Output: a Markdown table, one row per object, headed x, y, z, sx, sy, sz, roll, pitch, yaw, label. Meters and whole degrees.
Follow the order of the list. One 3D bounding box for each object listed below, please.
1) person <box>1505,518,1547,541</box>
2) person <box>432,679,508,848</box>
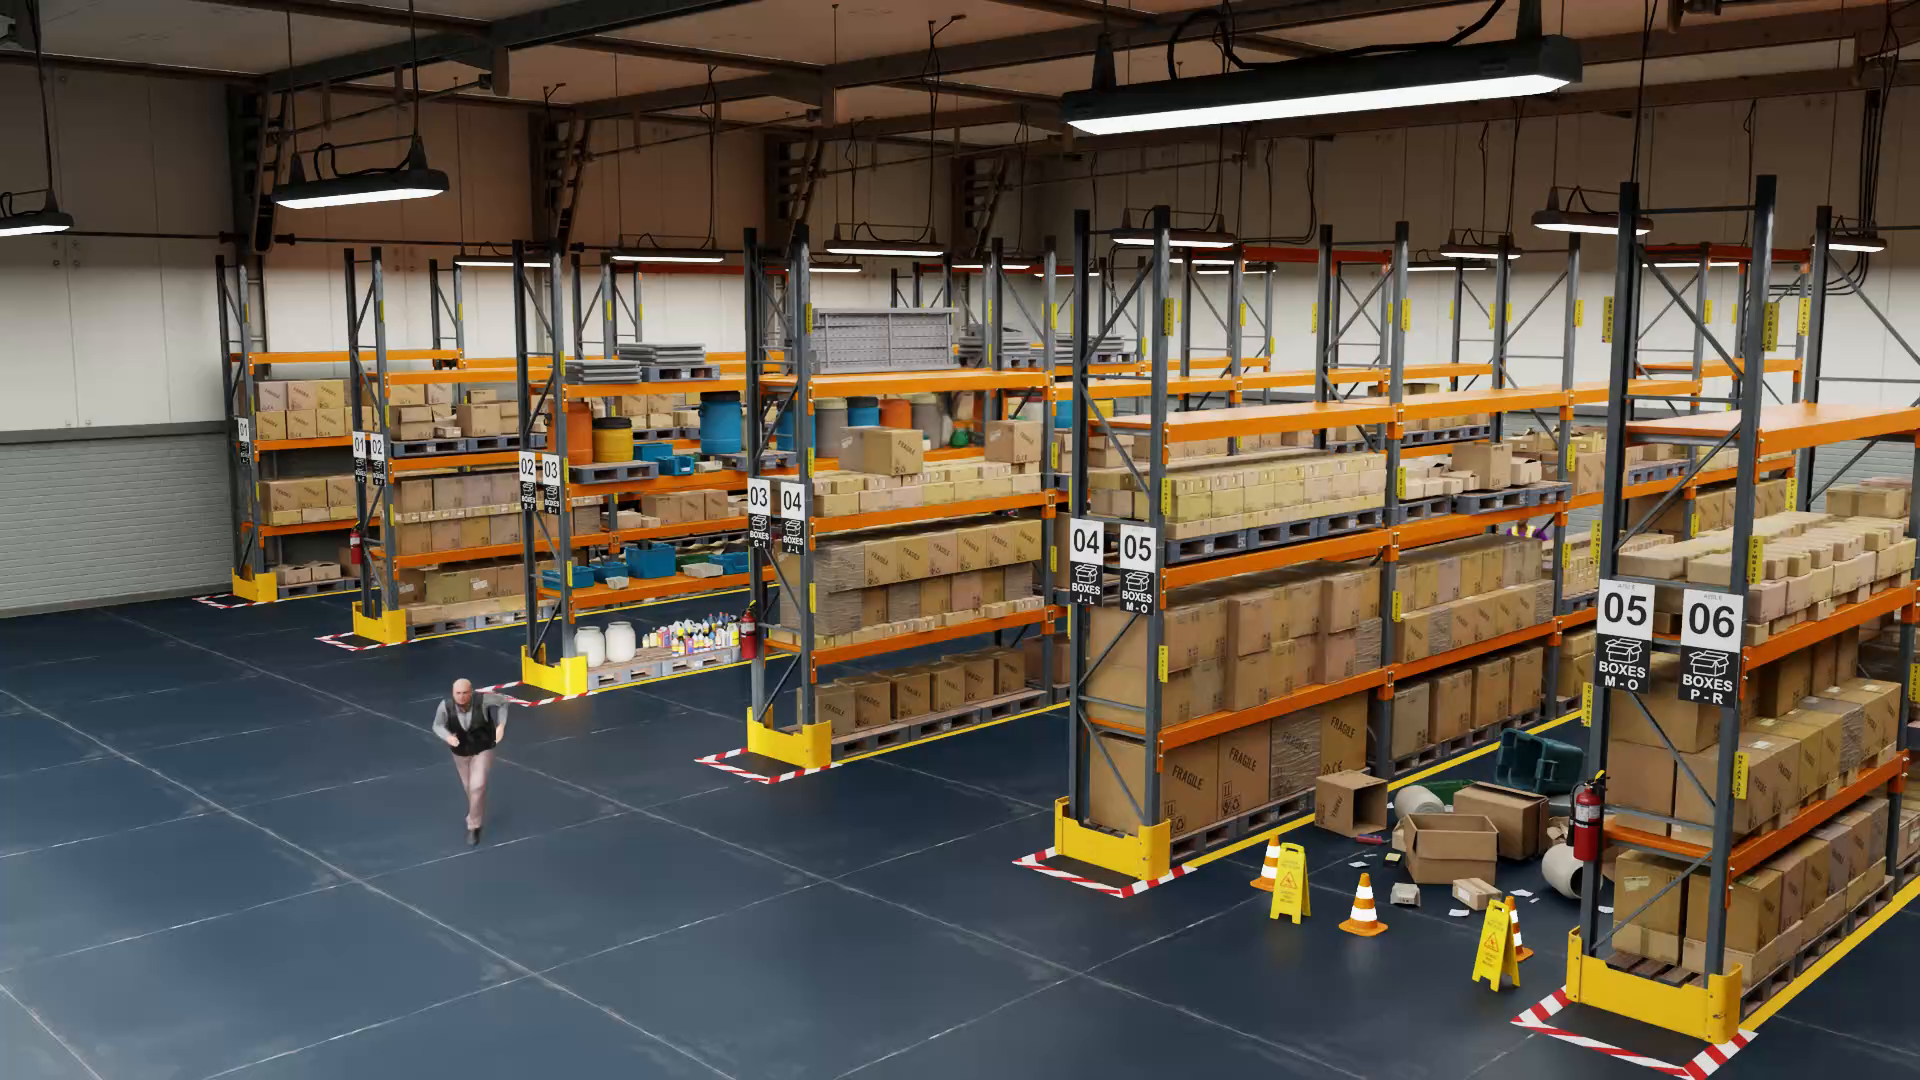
| x | y | z | sx | sy | sz | roll | pitch | yaw | label |
| --- | --- | --- | --- | --- | --- | --- | --- | --- | --- |
| 9.410 | 0.365 | 27.851 | 0.721 | 1.727 | 0.591 | 6 | 10 | 34 | person |
| -4.745 | 2.099 | 16.233 | 0.700 | 1.682 | 0.988 | -1 | 8 | -8 | person |
